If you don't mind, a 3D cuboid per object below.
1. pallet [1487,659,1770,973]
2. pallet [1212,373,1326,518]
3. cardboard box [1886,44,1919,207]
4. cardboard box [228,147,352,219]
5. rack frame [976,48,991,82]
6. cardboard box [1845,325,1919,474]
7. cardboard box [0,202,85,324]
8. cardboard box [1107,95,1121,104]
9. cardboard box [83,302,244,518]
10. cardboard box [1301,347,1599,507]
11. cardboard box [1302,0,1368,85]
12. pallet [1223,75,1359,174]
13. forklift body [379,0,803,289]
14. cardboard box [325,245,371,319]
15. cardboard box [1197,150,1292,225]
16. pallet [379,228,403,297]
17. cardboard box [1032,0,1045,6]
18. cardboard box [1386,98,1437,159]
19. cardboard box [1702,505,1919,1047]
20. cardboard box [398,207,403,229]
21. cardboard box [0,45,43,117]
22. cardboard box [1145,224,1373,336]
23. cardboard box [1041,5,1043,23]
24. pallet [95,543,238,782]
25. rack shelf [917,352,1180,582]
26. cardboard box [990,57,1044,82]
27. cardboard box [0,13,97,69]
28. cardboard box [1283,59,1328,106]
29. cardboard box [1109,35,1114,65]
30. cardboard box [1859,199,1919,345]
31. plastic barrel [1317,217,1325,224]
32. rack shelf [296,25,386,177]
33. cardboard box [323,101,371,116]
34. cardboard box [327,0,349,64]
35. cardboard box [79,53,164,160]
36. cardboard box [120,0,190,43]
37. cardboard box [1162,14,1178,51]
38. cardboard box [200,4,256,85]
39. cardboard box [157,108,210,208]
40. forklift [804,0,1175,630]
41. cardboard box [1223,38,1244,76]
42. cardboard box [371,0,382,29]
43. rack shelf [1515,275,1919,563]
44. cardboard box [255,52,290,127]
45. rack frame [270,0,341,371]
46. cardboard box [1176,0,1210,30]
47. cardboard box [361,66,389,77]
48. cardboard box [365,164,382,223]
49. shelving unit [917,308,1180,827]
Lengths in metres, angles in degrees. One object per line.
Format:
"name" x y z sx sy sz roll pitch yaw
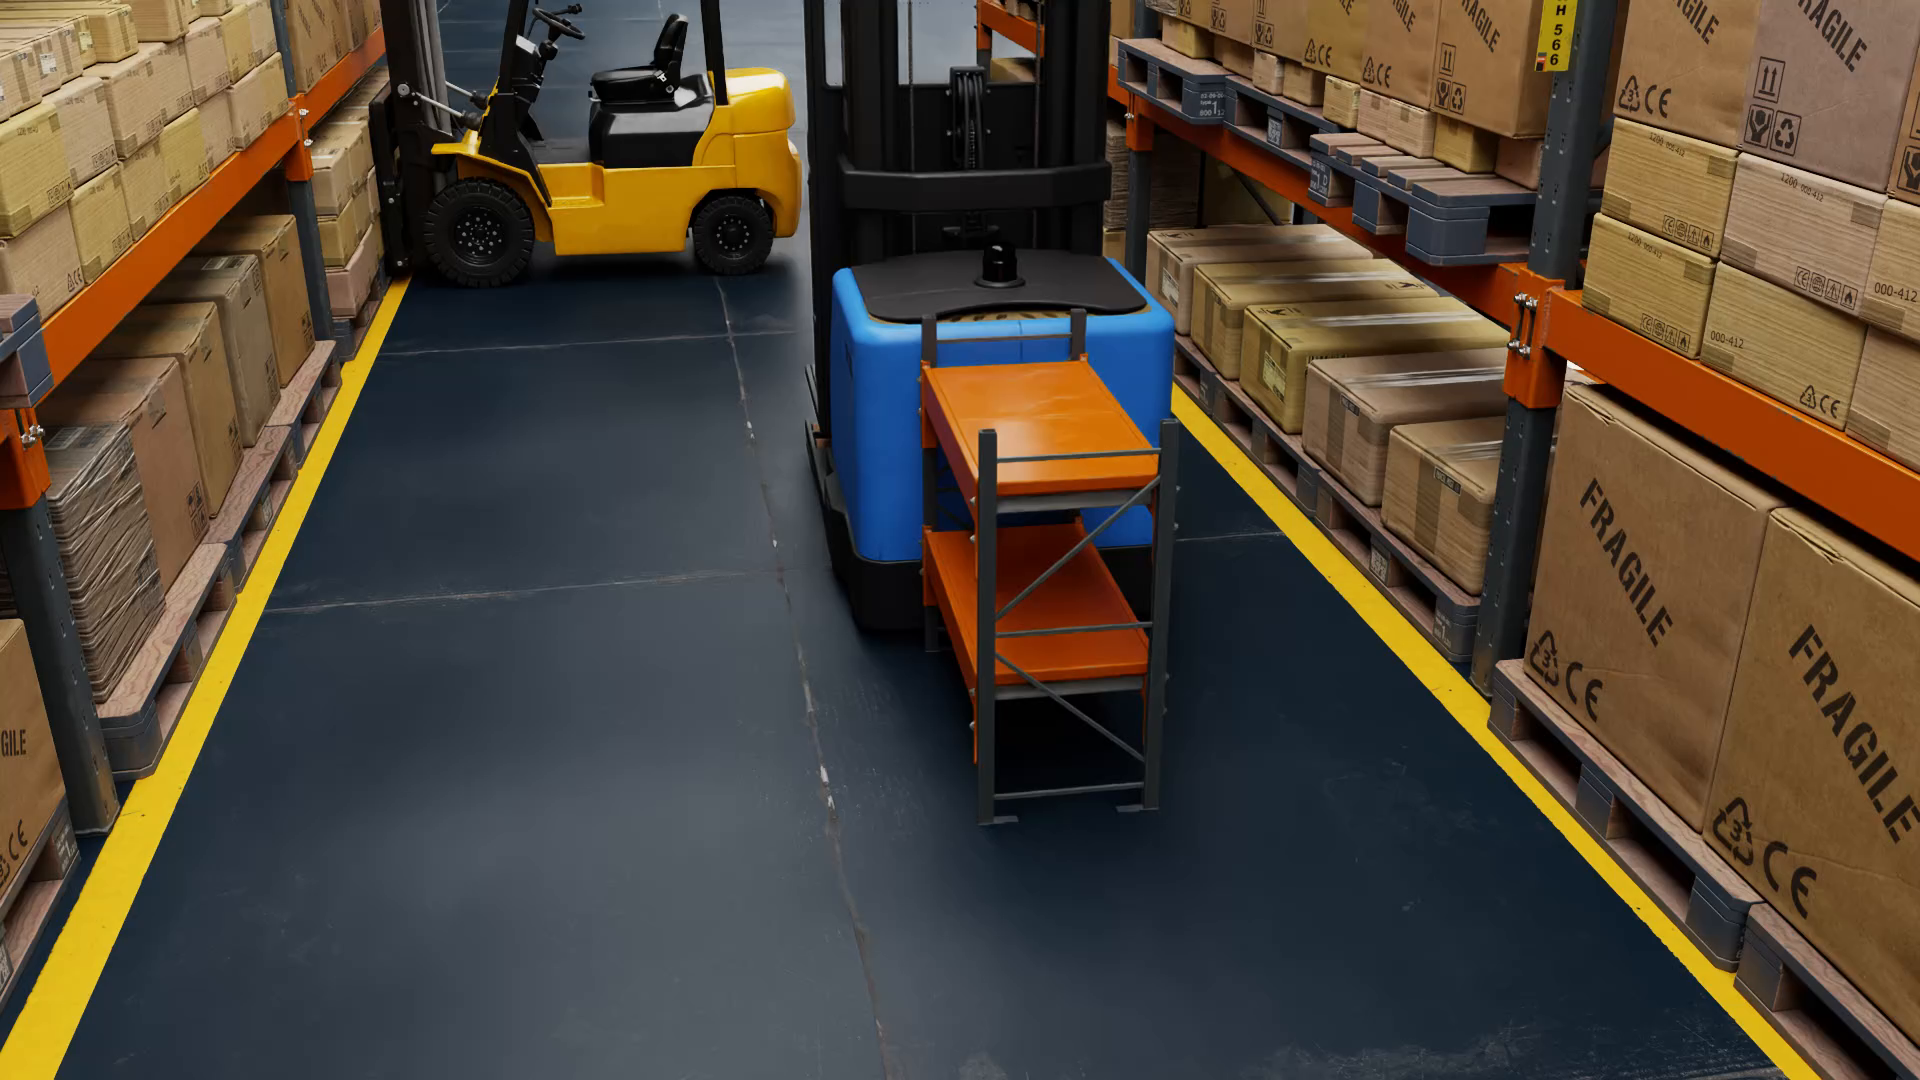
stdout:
"pallet" 2.173 0.653 4.492 1.003 0.211 1.213 -4 24 -10
"pallet" 1.736 -0.450 7.015 1.003 0.211 1.213 -4 24 -10
"cardboard box" 2.134 -0.834 3.037 0.500 0.500 0.500 -4 24 -8
"cardboard box" -3.297 -1.750 8.170 0.500 0.250 0.500 -5 24 -11
"rack frame" 0.622 -4.088 11.862 1.000 3.000 0.127 -4 24 -10
"cardboard box" 2.148 -0.254 3.271 0.500 0.250 0.500 -4 24 -8
"cardboard box" -2.618 -0.696 4.283 0.500 0.250 0.500 -4 24 -10
"cardboard box" 0.797 -2.404 9.980 0.500 0.500 0.500 -3 24 -7
"cardboard box" -3.131 -0.444 5.961 0.875 0.625 0.625 -5 24 -12
"cardboard box" 1.862 -0.442 6.273 0.950 0.372 0.625 -5 24 -11
"cardboard box" 1.543 -1.875 5.774 0.500 0.500 0.500 -6 24 -13
"pallet" 1.695 -1.629 6.471 1.003 0.211 1.213 -4 24 -10
"forklift body" -2.112 -2.719 9.788 2.313 2.155 1.214 -4 24 -10
"cardboard box" -3.280 -1.293 8.373 0.500 0.250 0.500 -4 24 -9
"cardboard box" 1.518 -2.042 9.153 0.500 0.500 0.500 -3 24 -7
"pallet" -3.851 -1.665 9.797 1.003 0.211 1.213 -4 24 -10
"cardboard box" 0.733 -3.460 9.927 0.500 0.500 0.500 -5 24 -11
"cardboard box" 1.598 -1.326 5.327 0.380 0.149 0.250 -5 24 -10
"cardboard box" 2.308 0.469 3.558 0.875 0.875 0.875 -4 24 -9
"cardboard box" -3.574 -1.893 9.748 0.500 0.250 0.500 -4 24 -8
"cardboard box" -2.596 -1.167 4.240 0.380 0.149 0.250 -4 24 -9
"cardboard box" 1.461 -1.296 8.229 0.950 0.372 0.625 -4 24 -9
"cardboard box" 0.702 -3.313 10.402 0.380 0.149 0.250 -3 24 -8
"pallet" -2.890 0.379 5.119 1.003 0.211 1.213 -4 24 -10
"rack shelf" 0.213 -0.234 4.649 0.538 0.278 1.000 -4 24 -8
"cardboard box" 0.504 -3.017 11.383 0.500 0.500 0.500 -5 24 -12
"cardboard box" -2.806 -1.465 4.921 0.380 0.149 0.250 -4 24 -9
"cardboard box" 1.445 -1.733 6.261 0.380 0.149 0.250 -5 24 -11
"cardboard box" 0.950 -2.601 8.771 0.380 0.149 0.250 -4 24 -9
"cardboard box" 2.127 -0.484 3.172 0.500 0.250 0.500 -4 24 -10
"plastic barrel" 2.492 -2.207 10.774 0.512 0.421 0.421 13 27 27
"rack shelf" -3.886 -2.603 9.360 1.077 0.370 4.000 -4 24 -10
"cardboard box" -3.574 -2.353 9.552 0.500 0.250 0.500 -5 24 -11
"cardboard box" -3.549 -2.788 8.761 0.500 0.500 0.500 -5 24 -10
"cardboard box" -2.789 -1.329 5.109 0.500 0.250 0.500 -5 24 -11
"cardboard box" -2.844 -1.772 5.624 0.380 0.149 0.250 -5 24 -11
"cardboard box" 1.153 -2.351 7.674 0.380 0.149 0.250 -4 24 -9
"cardboard box" -3.072 -1.930 6.484 0.500 0.250 0.500 -5 24 -11
"cardboard box" -2.903 -1.301 5.667 0.500 0.250 0.500 -4 24 -8
"forklift" -0.047 -1.609 6.272 1.130 2.935 3.031 -4 24 -8
"cardboard box" 1.325 -2.042 6.967 0.380 0.149 0.250 -4 24 -9
"cardboard box" -3.820 -3.386 10.130 0.500 0.500 0.500 -4 24 -8
"rack shelf" 2.471 0.175 3.000 1.077 0.370 4.000 -4 24 -10
"cardboard box" -3.166 -1.898 7.035 0.500 0.250 0.500 -4 24 -9
"rack frame" -3.516 -2.146 7.415 1.000 3.000 0.127 -4 24 -10
"cardboard box" 1.260 -2.486 7.174 0.500 0.500 0.500 -4 24 -10
"cardboard box" -3.864 -2.951 10.922 0.500 0.250 0.500 -4 24 -8
"cardboard box" -3.479 -1.917 9.177 0.500 0.250 0.500 -5 24 -10
"shelving unit" 0.213 0.034 4.766 0.538 1.125 1.048 -4 24 -8
